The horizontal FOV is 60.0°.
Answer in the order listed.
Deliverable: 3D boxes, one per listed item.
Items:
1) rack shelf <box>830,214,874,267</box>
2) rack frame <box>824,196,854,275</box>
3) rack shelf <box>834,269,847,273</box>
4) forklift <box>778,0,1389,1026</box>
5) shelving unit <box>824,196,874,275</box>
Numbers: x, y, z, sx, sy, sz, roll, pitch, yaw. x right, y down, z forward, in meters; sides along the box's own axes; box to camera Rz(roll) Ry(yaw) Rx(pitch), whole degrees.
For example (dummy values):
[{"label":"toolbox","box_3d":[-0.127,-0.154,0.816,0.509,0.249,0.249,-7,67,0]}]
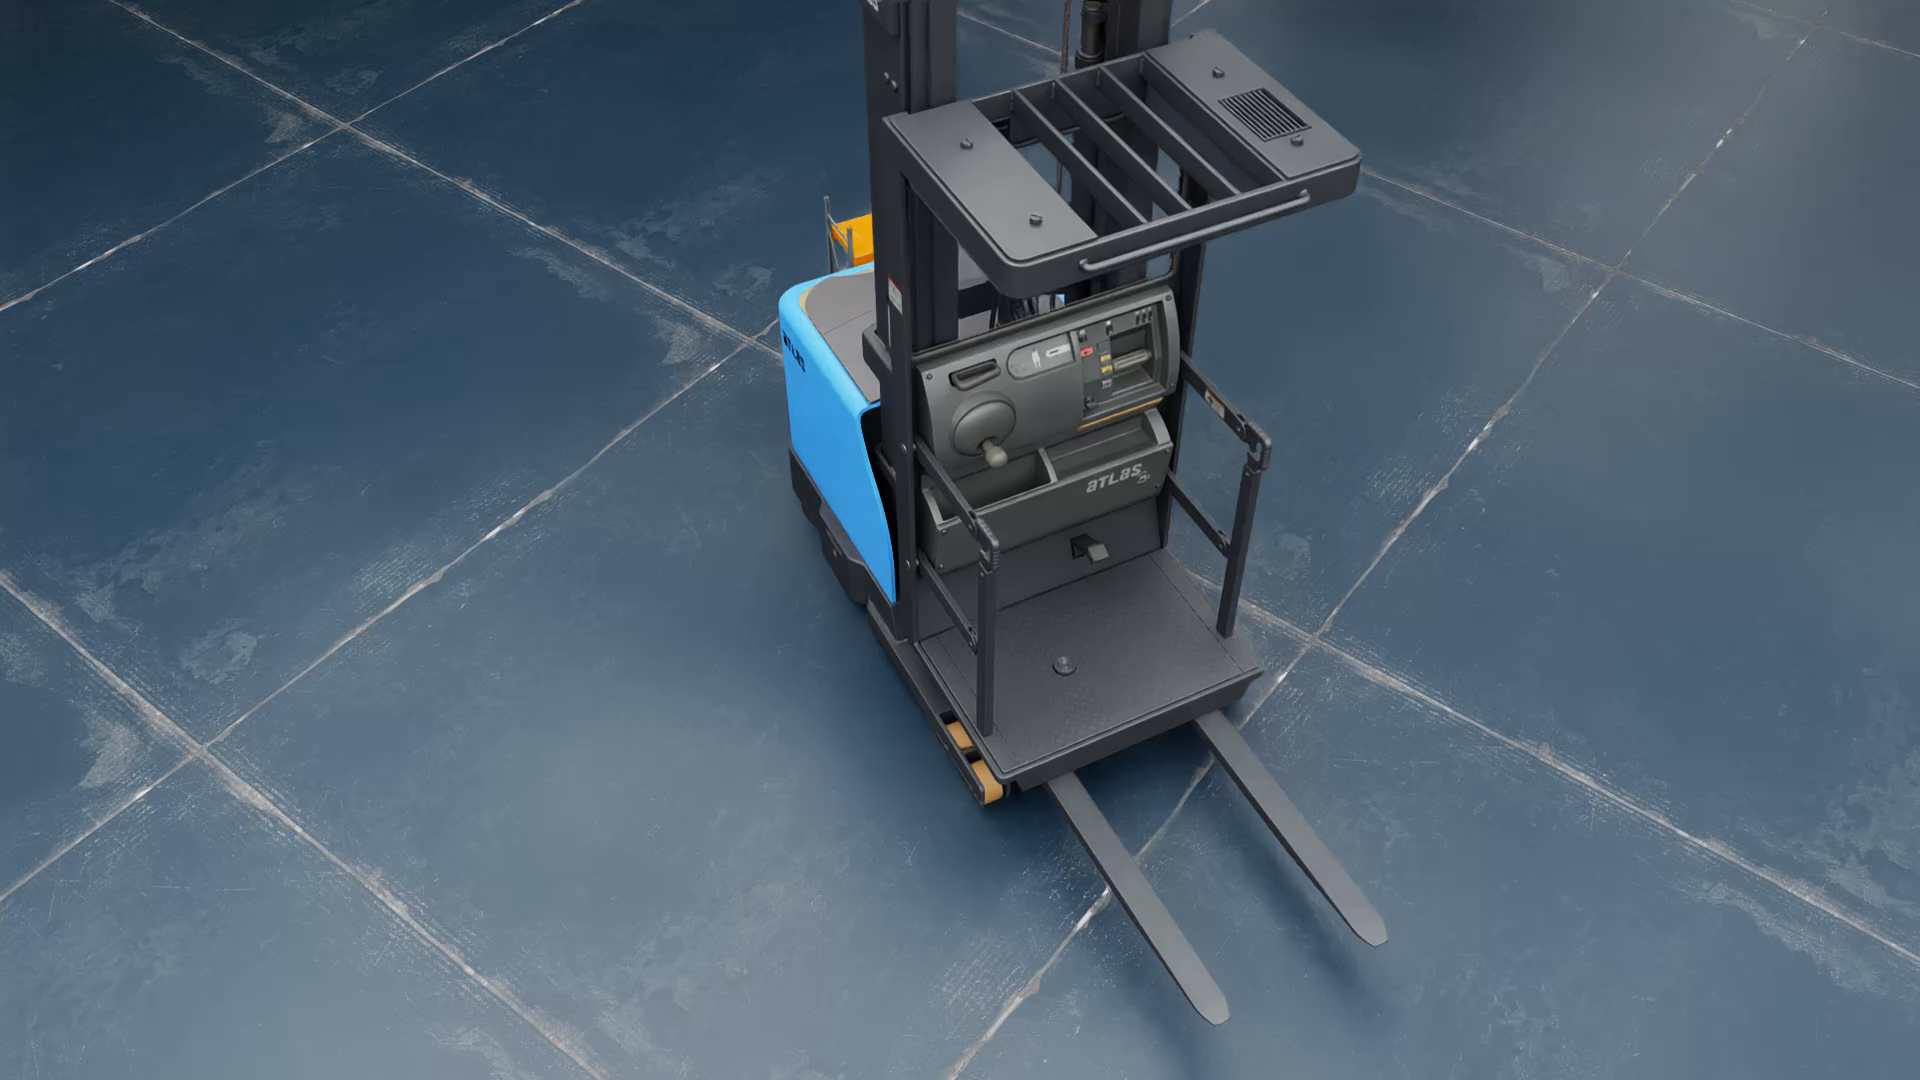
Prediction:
[{"label":"rack shelf","box_3d":[-0.258,-1.213,6.700,0.480,0.148,0.258,-20,50,-18]},{"label":"rack frame","box_3d":[-0.475,-0.861,6.907,0.015,1.200,0.240,-20,50,-18]},{"label":"rack shelf","box_3d":[-0.258,-1.049,6.871,0.480,0.148,0.258,-20,50,-18]},{"label":"forklift","box_3d":[0.405,-0.434,5.302,1.130,2.935,3.031,-20,50,-18]},{"label":"shelving unit","box_3d":[-0.258,-0.941,6.984,0.503,1.200,0.258,-20,50,-18]}]
